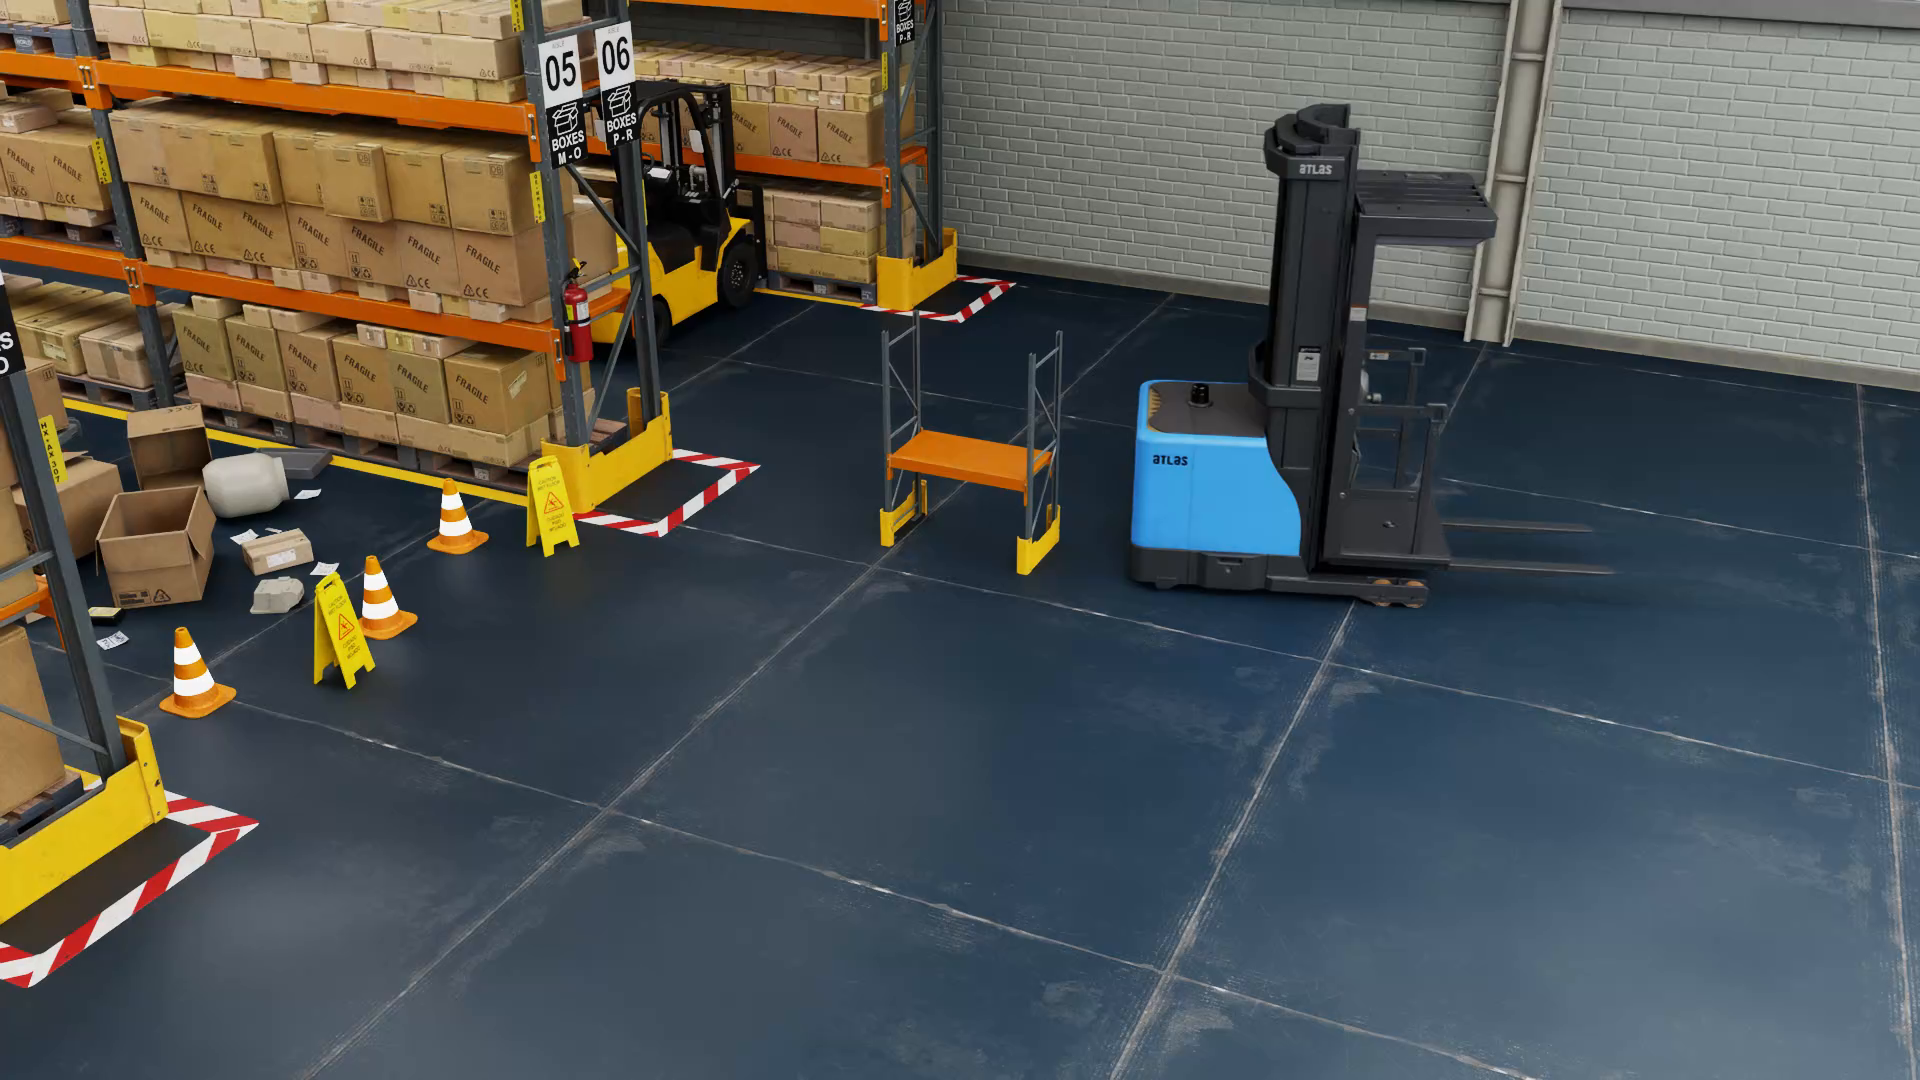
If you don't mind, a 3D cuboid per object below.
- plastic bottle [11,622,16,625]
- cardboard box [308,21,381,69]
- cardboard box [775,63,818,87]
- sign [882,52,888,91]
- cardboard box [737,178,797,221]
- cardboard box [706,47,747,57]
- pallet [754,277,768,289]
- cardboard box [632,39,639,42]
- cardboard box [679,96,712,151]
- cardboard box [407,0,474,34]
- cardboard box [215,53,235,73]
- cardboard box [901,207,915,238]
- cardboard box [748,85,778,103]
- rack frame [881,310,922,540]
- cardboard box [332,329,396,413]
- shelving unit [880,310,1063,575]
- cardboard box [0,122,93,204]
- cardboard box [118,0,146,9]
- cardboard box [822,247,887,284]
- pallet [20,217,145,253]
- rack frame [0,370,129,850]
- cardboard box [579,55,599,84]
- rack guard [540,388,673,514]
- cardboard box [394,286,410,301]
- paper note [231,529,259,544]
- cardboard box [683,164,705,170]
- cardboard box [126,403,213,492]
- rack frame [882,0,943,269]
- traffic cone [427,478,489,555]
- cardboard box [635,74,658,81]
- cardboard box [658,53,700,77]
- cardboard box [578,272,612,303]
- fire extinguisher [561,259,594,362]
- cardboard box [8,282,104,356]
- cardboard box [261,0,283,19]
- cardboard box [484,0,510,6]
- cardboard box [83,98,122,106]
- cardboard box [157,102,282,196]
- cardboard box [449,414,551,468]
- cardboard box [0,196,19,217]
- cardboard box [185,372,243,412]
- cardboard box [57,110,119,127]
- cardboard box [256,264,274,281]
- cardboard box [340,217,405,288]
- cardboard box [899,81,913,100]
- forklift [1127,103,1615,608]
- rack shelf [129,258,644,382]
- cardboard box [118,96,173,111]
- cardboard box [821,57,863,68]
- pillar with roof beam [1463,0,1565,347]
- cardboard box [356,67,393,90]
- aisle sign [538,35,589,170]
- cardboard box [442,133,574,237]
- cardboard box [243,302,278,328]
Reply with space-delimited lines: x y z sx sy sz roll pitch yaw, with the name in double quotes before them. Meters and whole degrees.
"plastic bottle" -5.853 0.579 10.074 0.133 0.061 0.283 2 26 4
"cardboard box" -3.991 -3.356 11.177 0.500 0.250 0.500 12 29 23
"cardboard box" -1.527 -4.365 15.605 0.250 0.149 0.380 12 28 22
"sign" -0.668 -4.180 14.835 0.005 0.325 0.100 11 28 22
"cardboard box" -1.910 -3.311 16.155 0.500 0.250 0.500 12 29 22
"cardboard box" -2.287 -4.728 16.342 0.250 0.149 0.380 12 29 23
"pallet" -2.251 -2.865 16.901 1.213 0.211 1.003 11 28 22
"cardboard box" -3.445 -4.971 16.836 0.250 0.149 0.380 11 28 20
"cardboard box" -2.385 -4.079 16.095 0.500 0.500 0.500 12 28 22
"cardboard box" -3.371 -3.409 10.834 0.250 0.149 0.380 11 28 21
"cardboard box" -5.005 -3.396 11.709 0.250 0.149 0.380 10 28 20
"cardboard box" -0.773 -3.118 16.329 0.500 0.250 0.500 12 29 23
"cardboard box" -1.802 -4.243 15.694 0.250 0.149 0.380 10 28 20
"rack frame" -0.385 -0.750 11.146 0.032 1.500 0.500 11 28 22
"cardboard box" -4.253 -1.295 12.343 0.500 0.500 0.500 11 28 21
"shelving unit" 0.069 -0.659 10.960 1.083 1.500 0.587 11 28 22
"cardboard box" -7.091 -2.954 12.998 0.500 0.500 0.500 12 28 22
"cardboard box" -5.723 -3.871 11.772 0.250 0.149 0.380 12 29 23
"cardboard box" -0.990 -2.683 16.012 0.500 0.250 0.500 12 28 22
"pallet" -6.759 -2.617 13.456 1.213 0.211 1.003 11 28 22
"rack frame" -4.439 0.236 7.445 0.127 3.000 1.000 11 28 22
"cardboard box" -2.650 -3.198 11.307 0.250 0.149 0.380 11 28 22
"rack guard" -2.552 -0.666 12.106 0.348 0.500 1.175 11 28 22
"cardboard box" -3.834 -1.838 11.942 0.250 0.149 0.380 12 29 23
"paper note" -4.878 -0.024 11.347 0.142 0.019 0.148 23 35 39
"cardboard box" -2.622 -3.708 16.960 0.500 0.250 0.500 12 28 22
"cardboard box" -5.711 -0.641 12.053 0.500 0.500 0.500 -12 29 -23
"rack frame" -0.431 -3.770 15.581 0.127 3.000 1.000 11 28 22
"traffic cone" -3.408 -0.195 11.192 0.334 0.463 0.336 11 28 22
"cardboard box" -2.974 -4.466 16.148 0.250 0.149 0.380 11 28 21
"cardboard box" -2.699 -4.589 16.061 0.250 0.149 0.380 11 28 22
"cardboard box" -2.706 -1.806 11.876 0.250 0.149 0.380 11 28 22
"fire extinguisher" -2.569 -1.532 11.124 0.183 0.674 0.296 11 28 22
"cardboard box" -7.892 -1.866 14.212 0.625 0.372 0.950 12 29 23
"cardboard box" -4.523 -3.656 11.334 0.250 0.149 0.380 12 29 23
"cardboard box" -2.957 -3.551 11.122 0.250 0.149 0.380 11 28 22
"cardboard box" -10.434 -5.283 20.275 0.250 0.149 0.380 12 29 22
"cardboard box" -5.357 -2.862 12.154 0.500 0.500 0.700 12 28 22
"cardboard box" -3.351 -0.772 12.130 0.500 0.250 0.500 11 28 22
"cardboard box" -7.422 -2.697 13.210 0.250 0.149 0.380 12 29 22
"cardboard box" -5.698 -1.243 13.086 0.500 0.250 0.500 10 28 19
"cardboard box" -6.888 -3.164 13.424 0.500 0.500 0.500 11 28 22
"cardboard box" -4.997 -2.048 12.369 0.250 0.149 0.380 11 28 22
"cardboard box" -3.998 -2.126 11.793 0.500 0.500 0.500 11 28 22
"cardboard box" -0.633 -4.272 15.753 0.250 0.149 0.380 11 28 21
"forklift" 2.633 -1.137 10.311 3.031 2.935 1.130 3 26 6
"rack shelf" -4.303 -1.816 12.427 4.000 0.370 1.077 11 28 22
"cardboard box" -6.405 -3.391 13.151 0.250 0.149 0.380 11 28 22
"cardboard box" -1.119 -4.490 15.860 0.250 0.149 0.380 12 29 23
"pillar with roof beam" 2.988 -4.123 9.506 0.400 9.000 9.100 11 28 22
"cardboard box" -3.840 -3.153 11.217 0.250 0.149 0.380 11 28 21
"aisle sign" -2.546 -2.812 10.691 0.004 0.787 0.394 11 28 22
"cardboard box" -3.038 -2.406 11.228 0.500 0.500 0.700 11 28 21
"cardboard box" -5.141 -1.730 12.492 0.250 0.149 0.380 13 29 24
